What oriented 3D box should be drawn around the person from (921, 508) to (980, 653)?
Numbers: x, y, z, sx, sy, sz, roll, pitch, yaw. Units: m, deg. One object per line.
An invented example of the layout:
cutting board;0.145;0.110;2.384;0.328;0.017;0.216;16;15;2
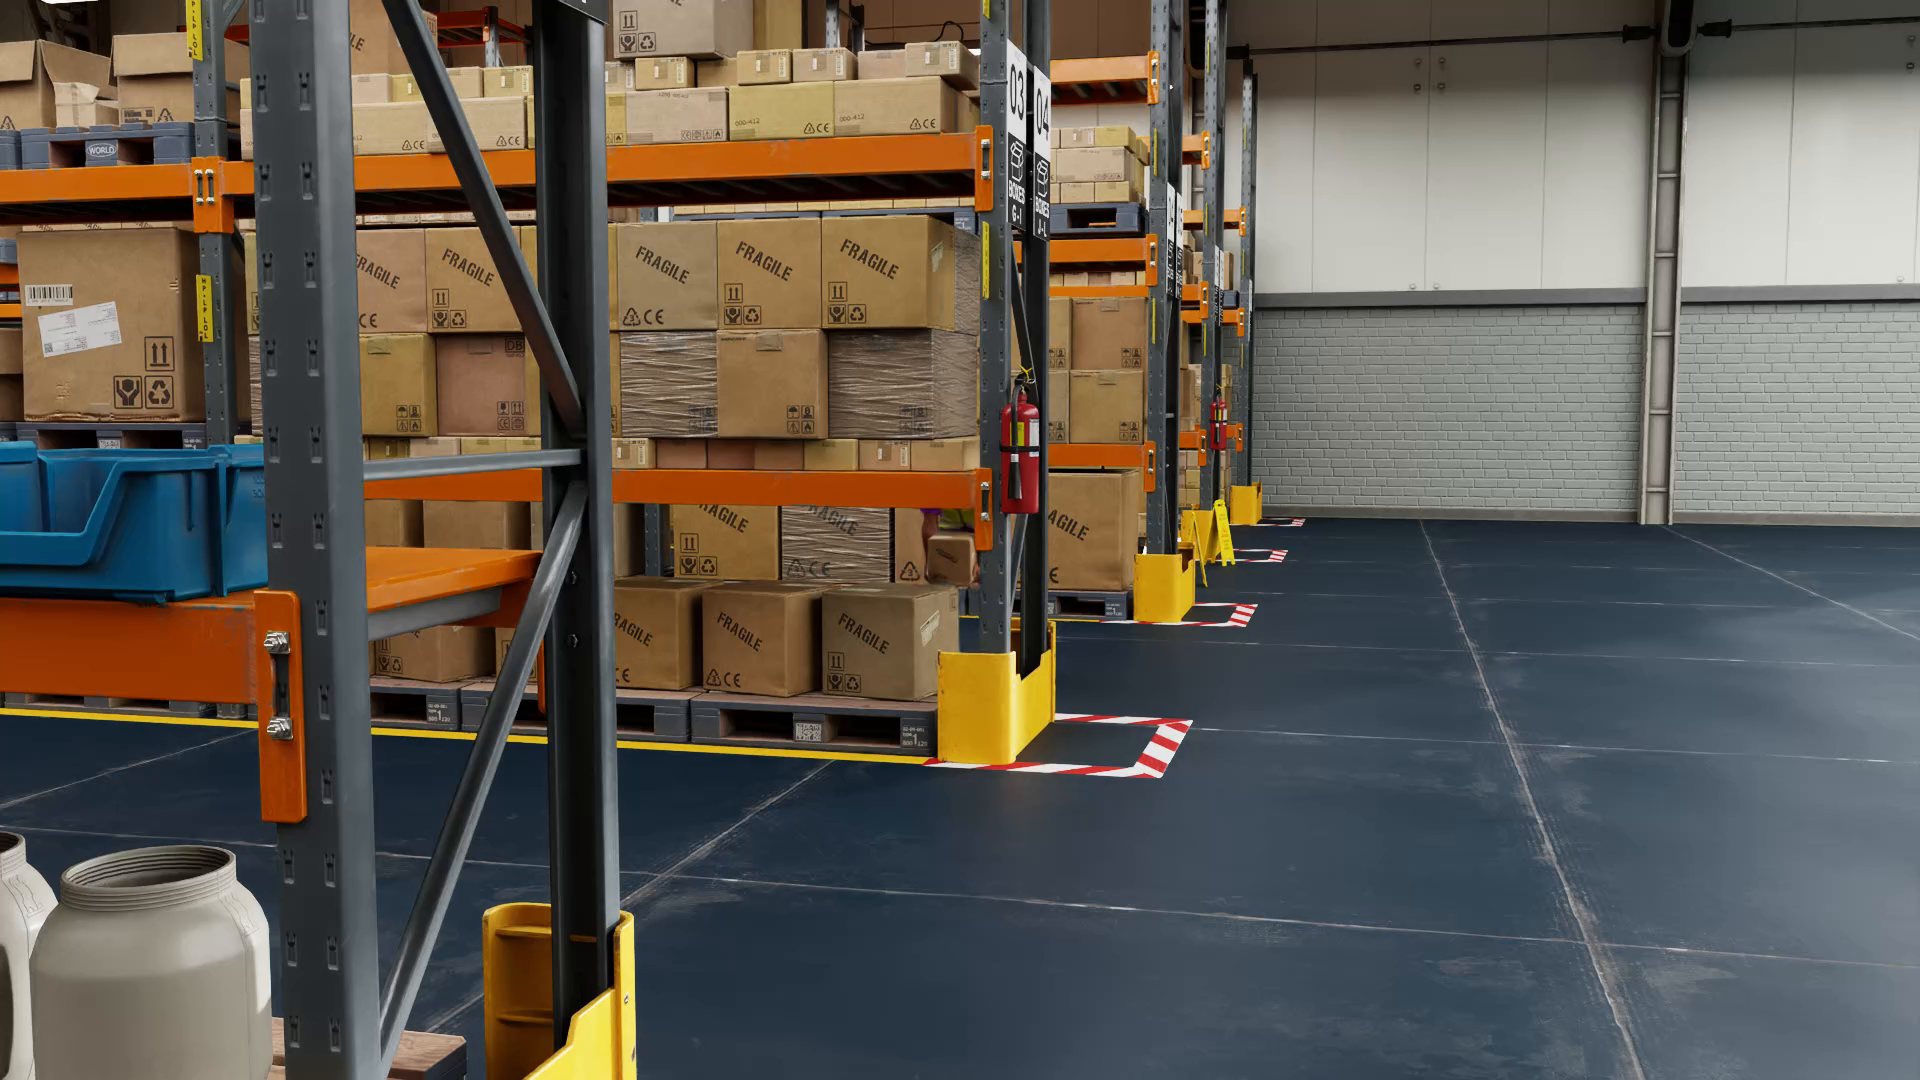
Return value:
person;0.026;0.043;9.704;0.488;1.542;0.802;1;5;12
